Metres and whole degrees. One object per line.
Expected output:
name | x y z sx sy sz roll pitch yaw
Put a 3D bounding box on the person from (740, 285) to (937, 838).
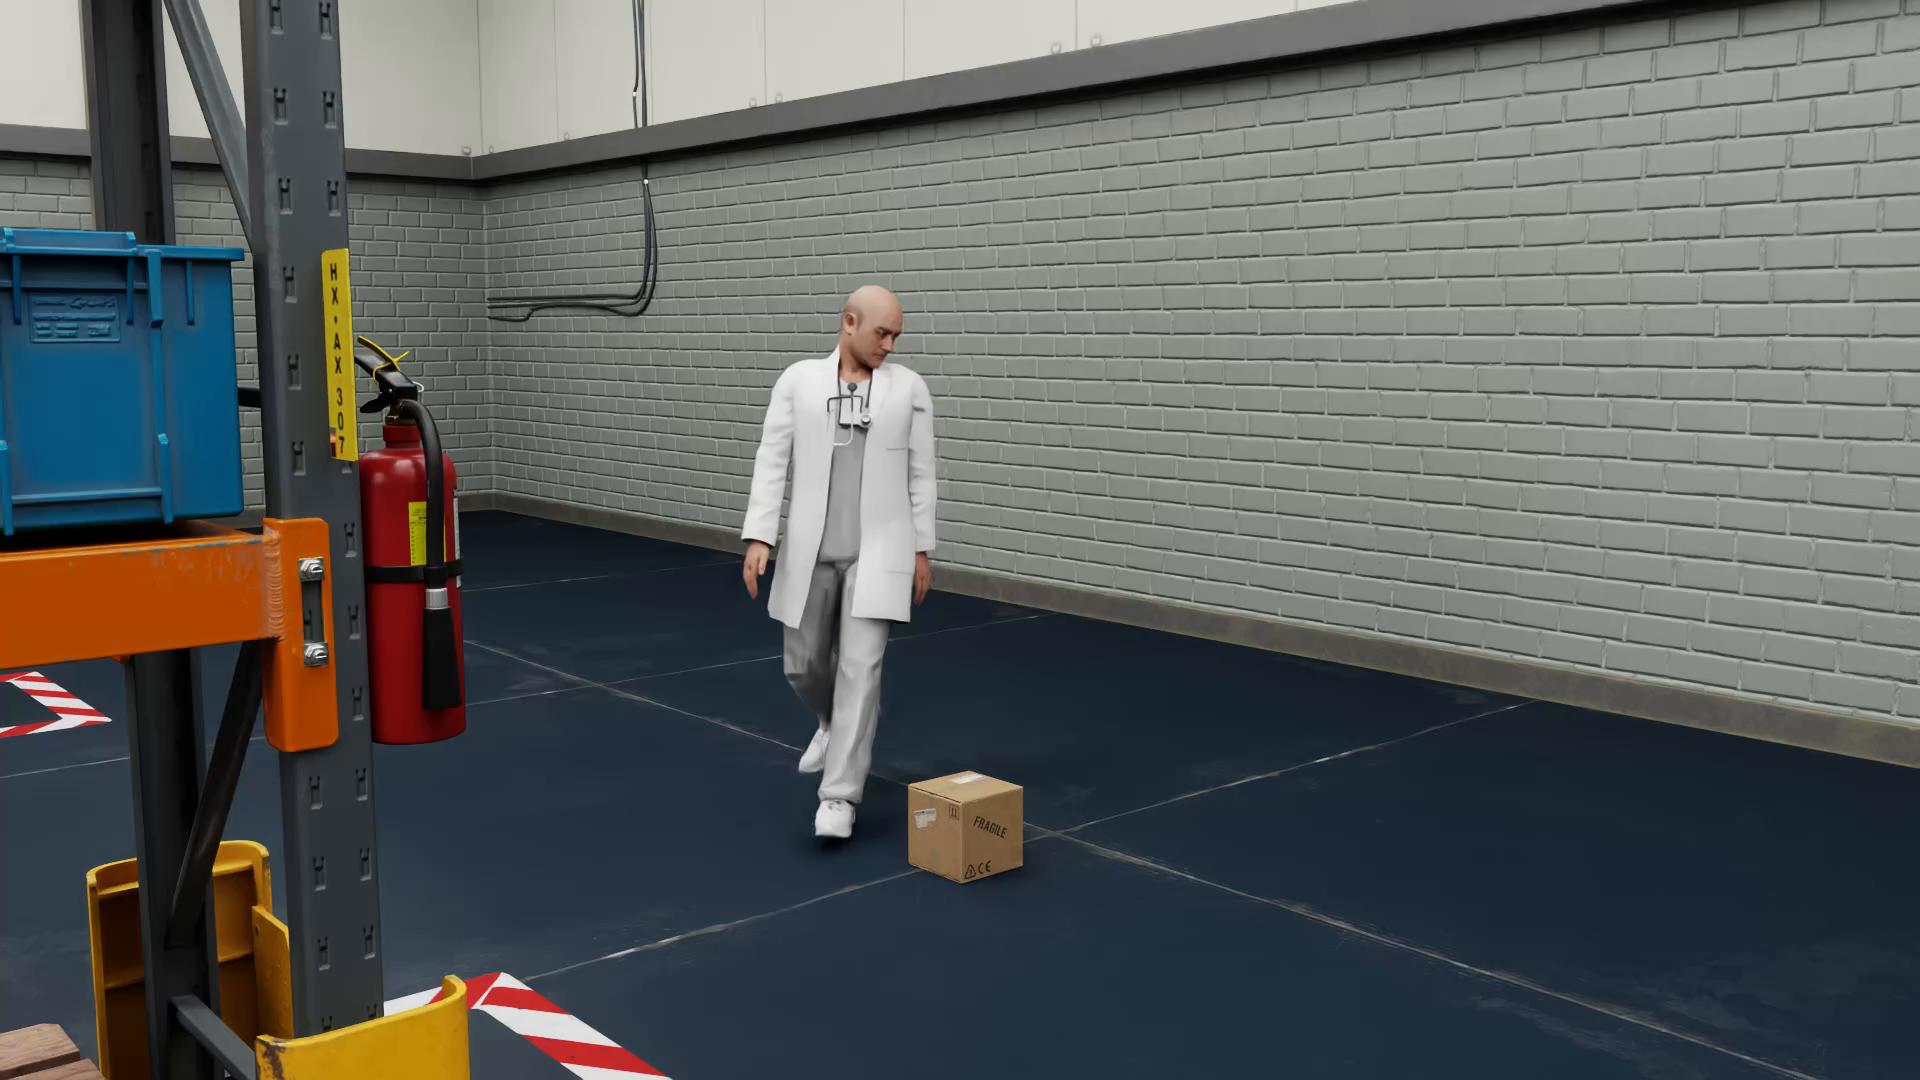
person | -0.399 0.040 5.527 0.628 1.752 0.911 1 7 5
